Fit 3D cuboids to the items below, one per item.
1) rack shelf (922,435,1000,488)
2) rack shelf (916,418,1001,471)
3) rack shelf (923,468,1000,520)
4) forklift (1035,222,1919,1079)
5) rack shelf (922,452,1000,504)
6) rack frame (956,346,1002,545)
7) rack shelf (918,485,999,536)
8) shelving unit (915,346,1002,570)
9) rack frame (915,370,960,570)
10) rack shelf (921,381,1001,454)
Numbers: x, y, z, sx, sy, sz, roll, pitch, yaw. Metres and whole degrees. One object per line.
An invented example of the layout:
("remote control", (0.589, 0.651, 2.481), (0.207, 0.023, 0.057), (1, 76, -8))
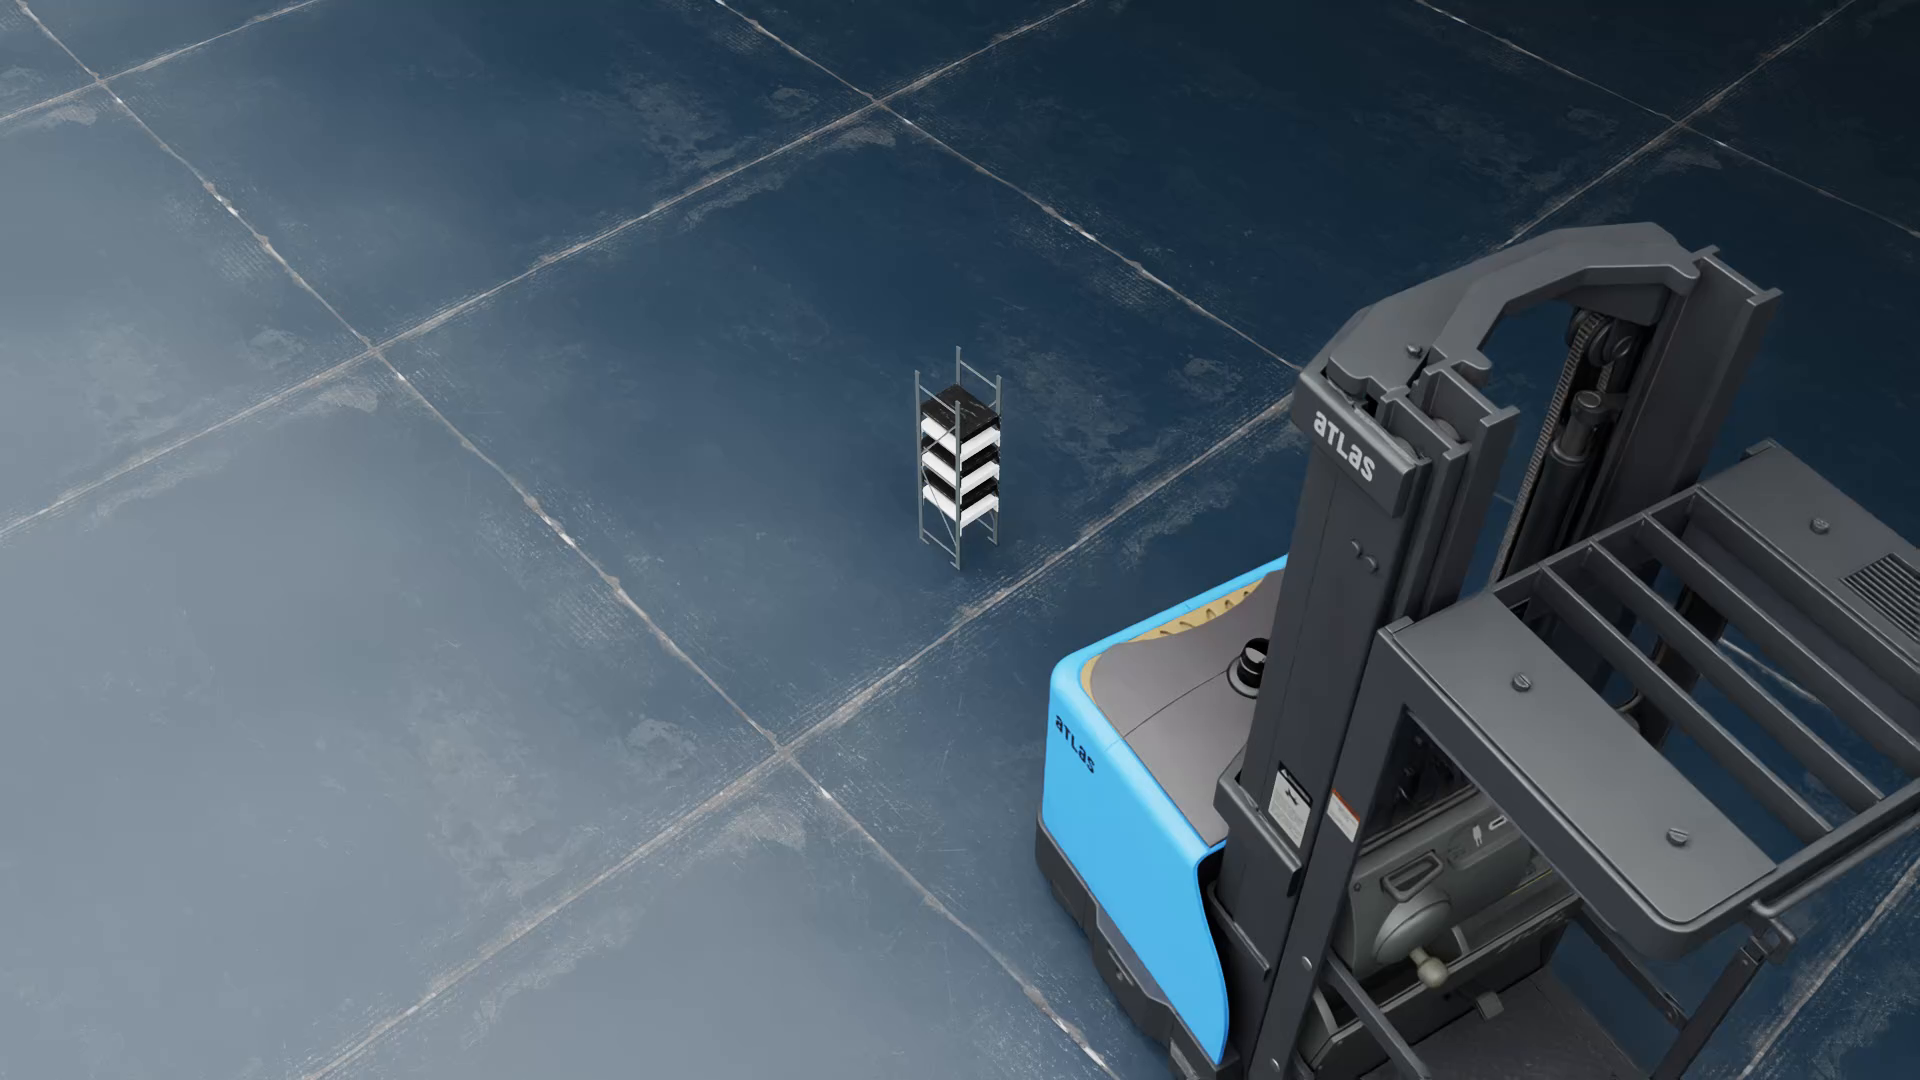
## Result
("rack shelf", (-0.006, -0.340, 6.374), (0.200, 0.077, 0.258), (-34, 56, -27))
("rack shelf", (-0.006, -0.401, 6.308), (0.200, 0.077, 0.258), (-34, 56, -27))
("rack shelf", (-0.006, -0.218, 6.506), (0.200, 0.077, 0.258), (-34, 56, -27))
("forklift", (1.425, 0.867, 3.956), (1.130, 2.935, 3.031), (-23, 51, -20))
("rack shelf", (-0.006, -0.279, 6.440), (0.200, 0.077, 0.258), (-34, 56, -27))
("rack frame", (0.069, -0.351, 6.462), (0.006, 0.900, 0.240), (-34, 56, -27))
("rack shelf", (-0.006, -0.156, 6.572), (0.200, 0.077, 0.258), (-34, 56, -27))
("shelving unit", (-0.006, -0.301, 6.416), (0.210, 0.900, 0.258), (-34, 56, -27))
("rack frame", (-0.081, -0.251, 6.369), (0.006, 0.900, 0.240), (-34, 56, -27))
("rack shelf", (-0.006, -0.462, 6.242), (0.200, 0.077, 0.258), (-34, 56, -27))
